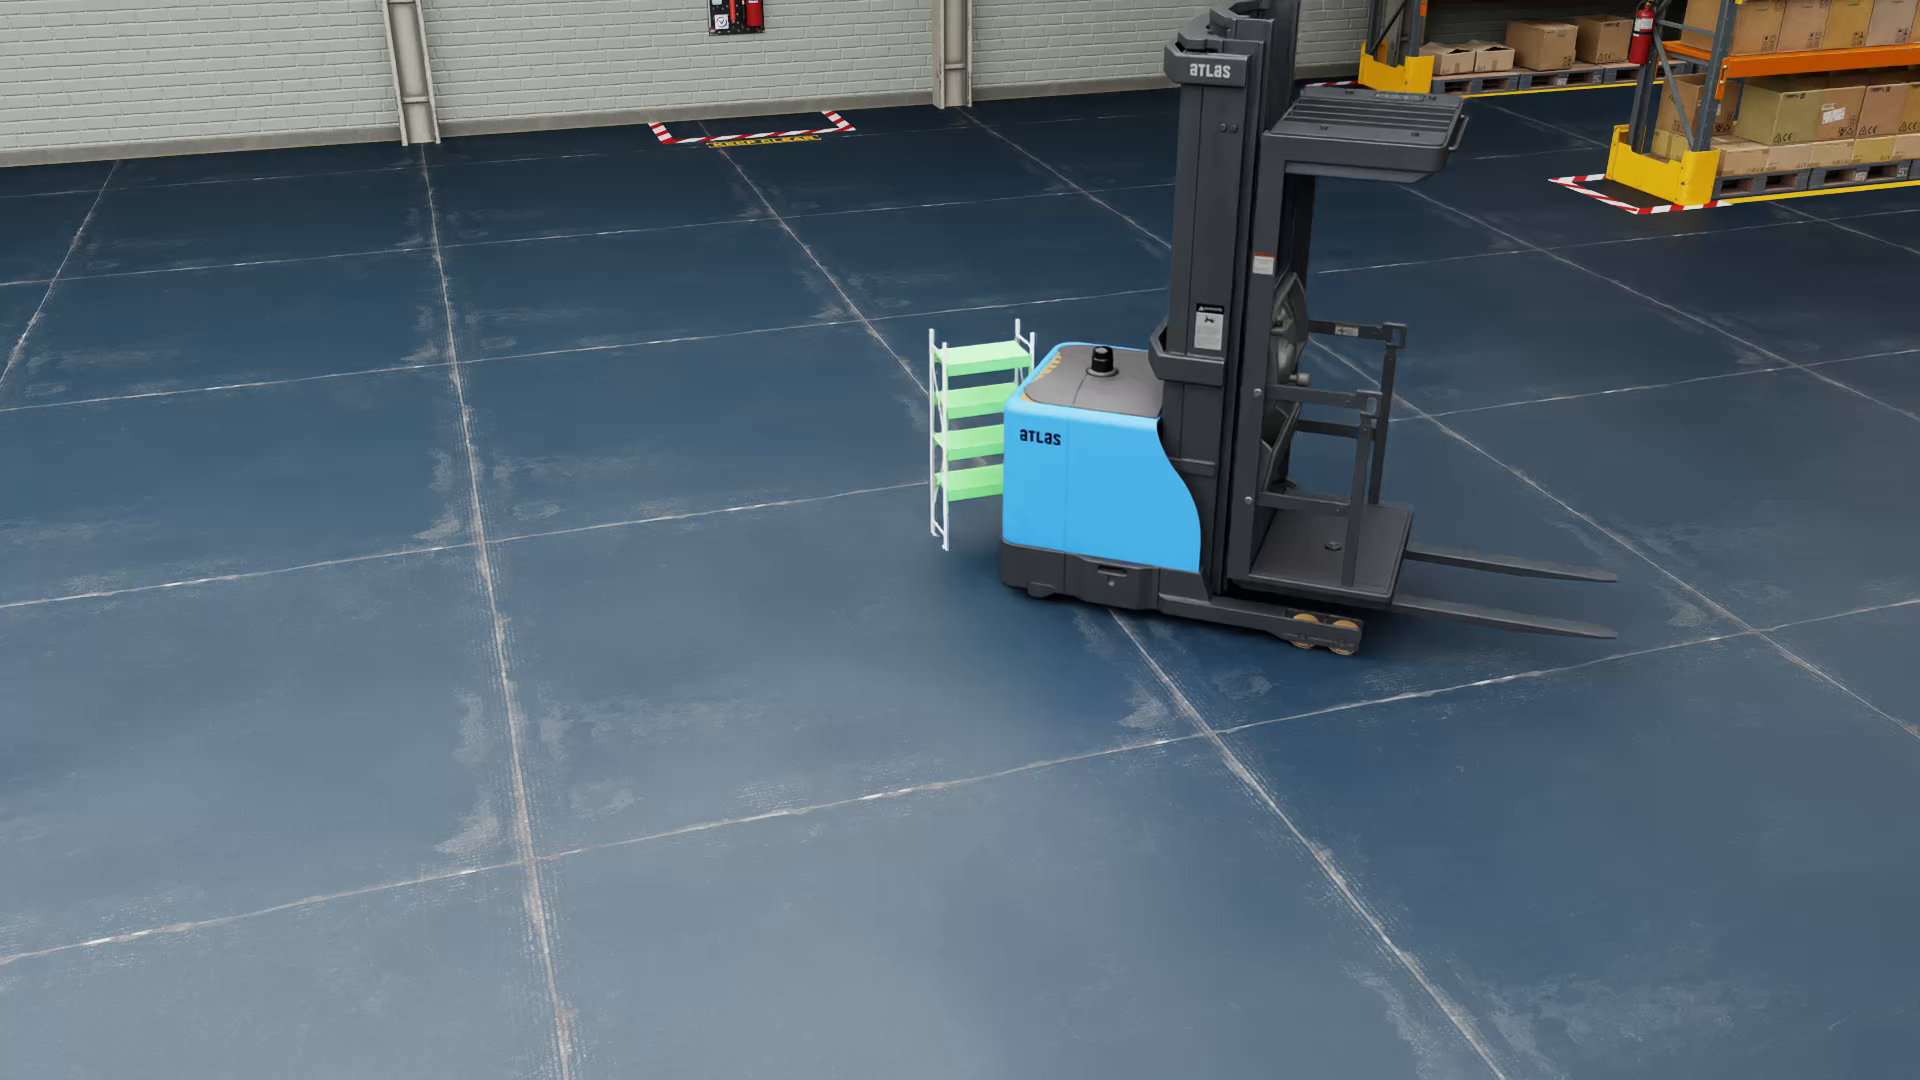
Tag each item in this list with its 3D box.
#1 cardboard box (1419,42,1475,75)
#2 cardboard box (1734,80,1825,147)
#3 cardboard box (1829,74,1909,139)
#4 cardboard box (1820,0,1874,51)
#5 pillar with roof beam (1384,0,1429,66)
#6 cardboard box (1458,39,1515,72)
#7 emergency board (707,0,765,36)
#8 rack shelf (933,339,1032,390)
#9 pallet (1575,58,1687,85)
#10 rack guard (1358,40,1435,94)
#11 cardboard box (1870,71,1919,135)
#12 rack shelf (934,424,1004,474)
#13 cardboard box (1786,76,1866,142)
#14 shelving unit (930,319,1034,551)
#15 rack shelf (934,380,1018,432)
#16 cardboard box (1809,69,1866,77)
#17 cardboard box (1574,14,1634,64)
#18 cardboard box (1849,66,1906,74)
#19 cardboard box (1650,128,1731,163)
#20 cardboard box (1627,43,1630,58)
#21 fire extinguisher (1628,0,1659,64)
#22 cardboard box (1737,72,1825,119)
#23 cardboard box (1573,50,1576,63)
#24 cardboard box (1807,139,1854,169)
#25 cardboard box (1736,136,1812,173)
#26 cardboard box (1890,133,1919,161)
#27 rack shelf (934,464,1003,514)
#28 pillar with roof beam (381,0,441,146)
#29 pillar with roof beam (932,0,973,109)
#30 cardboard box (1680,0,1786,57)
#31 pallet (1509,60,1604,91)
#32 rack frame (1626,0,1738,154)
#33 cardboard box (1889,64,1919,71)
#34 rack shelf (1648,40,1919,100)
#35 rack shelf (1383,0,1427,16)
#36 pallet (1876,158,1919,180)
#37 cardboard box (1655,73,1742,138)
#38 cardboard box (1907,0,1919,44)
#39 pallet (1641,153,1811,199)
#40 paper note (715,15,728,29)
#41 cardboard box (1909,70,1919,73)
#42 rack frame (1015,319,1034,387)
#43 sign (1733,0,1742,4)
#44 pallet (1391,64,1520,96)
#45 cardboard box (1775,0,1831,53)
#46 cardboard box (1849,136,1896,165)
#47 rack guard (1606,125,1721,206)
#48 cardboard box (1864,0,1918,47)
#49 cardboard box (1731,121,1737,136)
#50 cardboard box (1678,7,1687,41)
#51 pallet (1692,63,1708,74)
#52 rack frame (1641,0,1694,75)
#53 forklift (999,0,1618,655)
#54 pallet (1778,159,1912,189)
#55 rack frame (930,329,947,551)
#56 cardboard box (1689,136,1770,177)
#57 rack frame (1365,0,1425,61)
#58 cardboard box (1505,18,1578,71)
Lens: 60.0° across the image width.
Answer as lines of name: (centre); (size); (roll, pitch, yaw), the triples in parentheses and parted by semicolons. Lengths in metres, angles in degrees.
cardboard box: (5.901, -5.876, 20.242); (0.500, 0.311, 0.500); (-12, 29, -22)
cardboard box: (7.806, -4.074, 15.860); (0.500, 0.500, 0.500); (-8, 28, -16)
cardboard box: (8.758, -4.210, 16.134); (0.500, 0.500, 0.500); (-8, 28, -16)
cardboard box: (8.172, -4.976, 15.788); (0.500, 0.500, 0.700); (-8, 28, -16)
pillar with roof beam: (6.946, -8.155, 15.557); (0.400, 9.000, 9.100); (-8, 28, -16)
cardboard box: (6.443, -5.955, 20.400); (0.500, 0.311, 0.500); (-6, 27, -12)
emergency board: (-2.454, -6.138, 18.241); (0.643, 1.169, 0.194); (-8, 28, -16)
rack shelf: (0.115, -0.938, 8.853); (0.480, 0.148, 0.258); (-9, 28, -17)
pallet: (8.391, -6.021, 21.140); (1.213, 0.211, 1.003); (-8, 28, -16)
rack guard: (5.287, -5.717, 20.204); (0.348, 0.500, 1.175); (-8, 28, -16)
cardboard box: (9.229, -4.285, 16.284); (0.500, 0.500, 0.500); (-8, 28, -16)
rack shelf: (0.115, -0.508, 9.067); (0.480, 0.148, 0.258); (-9, 28, -17)
cardboard box: (8.278, -4.149, 16.010); (0.500, 0.500, 0.500); (-8, 28, -16)
shelving unit: (0.115, -0.565, 9.038); (0.503, 1.200, 0.258); (-9, 28, -17)
rack shelf: (0.115, -0.723, 8.960); (0.480, 0.148, 0.258); (-9, 28, -17)
cardboard box: (8.592, -4.437, 16.590); (0.500, 0.500, 0.500); (-8, 28, -16)
cardboard box: (8.044, -6.295, 20.873); (0.500, 0.500, 0.500); (-10, 28, -20)
cardboard box: (9.067, -4.506, 16.730); (0.500, 0.500, 0.500); (-8, 28, -16)
cardboard box: (7.171, -3.888, 16.328); (0.500, 0.250, 0.500); (-8, 28, -16)
cardboard box: (8.519, -6.219, 21.095); (0.250, 0.166, 0.380); (-12, 29, -23)
fire extinguisher: (6.496, -4.878, 15.789); (0.183, 0.674, 0.296); (-8, 28, -16)
cardboard box: (8.117, -4.368, 16.452); (0.500, 0.500, 0.500); (-8, 28, -16)
cardboard box: (7.491, -6.086, 20.846); (0.250, 0.149, 0.380); (-11, 28, -20)
cardboard box: (8.281, -3.808, 16.167); (0.500, 0.250, 0.500); (-8, 28, -16)
cardboard box: (7.806, -3.739, 16.028); (0.500, 0.250, 0.500); (-8, 28, -16)
cardboard box: (9.233, -3.944, 16.440); (0.500, 0.250, 0.500); (-8, 28, -16)
rack shelf: (0.115, -0.293, 9.174); (0.480, 0.148, 0.258); (-9, 28, -17)
pillar with roof beam: (-4.464, -6.503, 12.229); (0.400, 9.000, 9.100); (-8, 28, -16)
pillar with roof beam: (1.241, -7.329, 13.893); (0.400, 9.000, 9.100); (-8, 28, -16)
cardboard box: (7.200, -4.836, 15.505); (0.500, 0.500, 0.700); (-8, 28, -16)
pallet: (7.229, -5.851, 20.798); (1.213, 0.211, 1.003); (-8, 28, -16)
rack frame: (6.753, -4.732, 15.409); (0.127, 3.000, 1.000); (-8, 28, -16)
cardboard box: (9.545, -4.572, 16.863); (0.500, 0.500, 0.500); (-8, 28, -16)
rack shelf: (8.654, -4.686, 16.124); (4.000, 0.370, 1.077); (-8, 28, -16)
rack shelf: (7.117, -6.780, 20.342); (4.000, 0.370, 1.077); (-8, 28, -16)
pallet: (9.787, -3.942, 16.954); (1.213, 0.211, 1.003); (-8, 28, -16)
cardboard box: (7.170, -4.224, 16.163); (0.500, 0.500, 0.500); (-8, 28, -16)
cardboard box: (9.158, -5.121, 16.080); (0.500, 0.500, 0.700); (-8, 27, -15)
pallet: (7.467, -3.606, 16.277); (1.213, 0.211, 1.003); (-8, 28, -16)
paper note: (-2.644, -5.748, 18.446); (0.142, 0.148, 0.016); (-8, 28, -16)
cardboard box: (9.704, -4.355, 16.426); (0.500, 0.500, 0.500); (-8, 28, -16)
rack frame: (0.346, -0.600, 9.110); (0.015, 1.200, 0.240); (-9, 28, -17)
sign: (6.919, -4.920, 14.725); (0.005, 0.325, 0.100); (-8, 28, -16)
pallet: (6.071, -5.685, 20.463); (1.213, 0.211, 1.003); (-8, 28, -16)
cardboard box: (7.698, -4.910, 15.655); (0.500, 0.500, 0.700); (-8, 27, -15)
cardboard box: (8.758, -3.875, 16.301); (0.500, 0.250, 0.500); (-8, 28, -16)
rack guard: (6.730, -3.609, 15.958); (0.348, 0.500, 1.175); (-8, 28, -16)
cardboard box: (8.672, -5.050, 15.937); (0.500, 0.500, 0.700); (-7, 27, -15)
cardboard box: (7.643, -3.962, 16.476); (0.500, 0.250, 0.500); (-8, 28, -16)
cardboard box: (9.713, -6.563, 21.413); (0.500, 0.500, 0.700); (-7, 27, -14)
pallet: (9.758, -6.236, 21.574); (1.213, 0.211, 1.003); (-8, 28, -16)
rack frame: (9.018, -7.377, 20.736); (0.127, 3.000, 1.000); (-8, 28, -16)
forklift: (1.778, -1.019, 8.006); (3.031, 2.935, 1.130); (9, 28, 17)
pallet: (8.625, -3.773, 16.612); (1.213, 0.211, 1.003); (-8, 28, -16)
rack frame: (-0.116, -0.529, 8.967); (0.015, 1.200, 0.240); (-9, 28, -17)
cardboard box: (7.331, -3.669, 15.886); (0.500, 0.250, 0.500); (-8, 28, -16)
rack frame: (5.215, -6.826, 19.627); (0.127, 3.000, 1.000); (-8, 28, -16)
cardboard box: (7.156, -6.119, 20.519); (0.500, 0.500, 0.700); (-10, 28, -19)
